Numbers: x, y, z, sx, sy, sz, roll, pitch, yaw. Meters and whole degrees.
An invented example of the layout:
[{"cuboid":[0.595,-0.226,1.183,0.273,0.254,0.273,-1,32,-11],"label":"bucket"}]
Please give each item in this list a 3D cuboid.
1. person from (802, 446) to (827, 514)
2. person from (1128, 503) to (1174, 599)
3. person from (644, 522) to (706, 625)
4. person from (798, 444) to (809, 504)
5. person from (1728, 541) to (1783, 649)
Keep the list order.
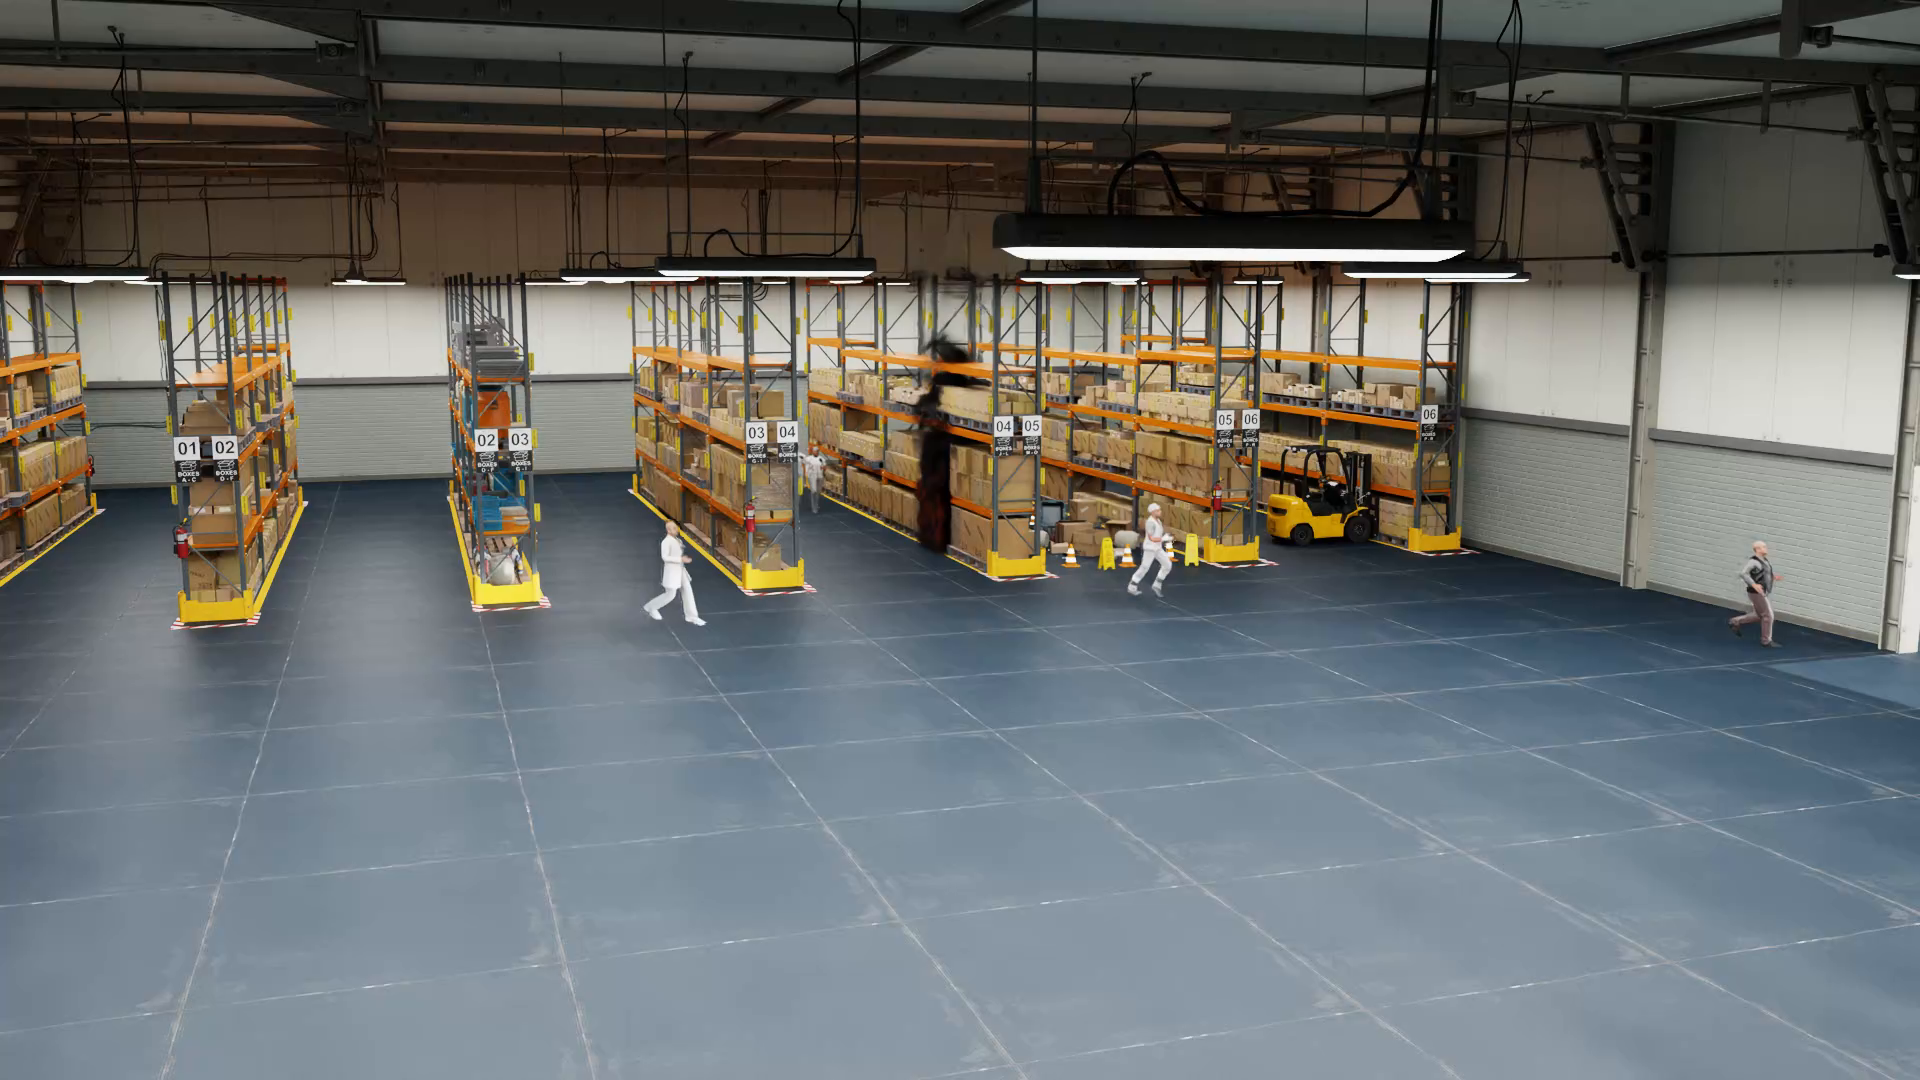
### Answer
[{"cuboid":[-3.730,-1.559,42.904,0.579,1.729,0.764,-4,9,-25],"label":"person"},{"cuboid":[3.577,0.198,30.838,0.883,1.789,0.671,5,10,29],"label":"person"},{"cuboid":[-4.895,0.569,28.421,1.074,1.782,0.719,2,9,14],"label":"person"},{"cuboid":[-4.292,-1.745,44.104,0.629,1.656,0.575,-2,9,-12],"label":"person"},{"cuboid":[12.831,0.860,26.765,0.882,1.697,0.669,8,11,41],"label":"person"}]
